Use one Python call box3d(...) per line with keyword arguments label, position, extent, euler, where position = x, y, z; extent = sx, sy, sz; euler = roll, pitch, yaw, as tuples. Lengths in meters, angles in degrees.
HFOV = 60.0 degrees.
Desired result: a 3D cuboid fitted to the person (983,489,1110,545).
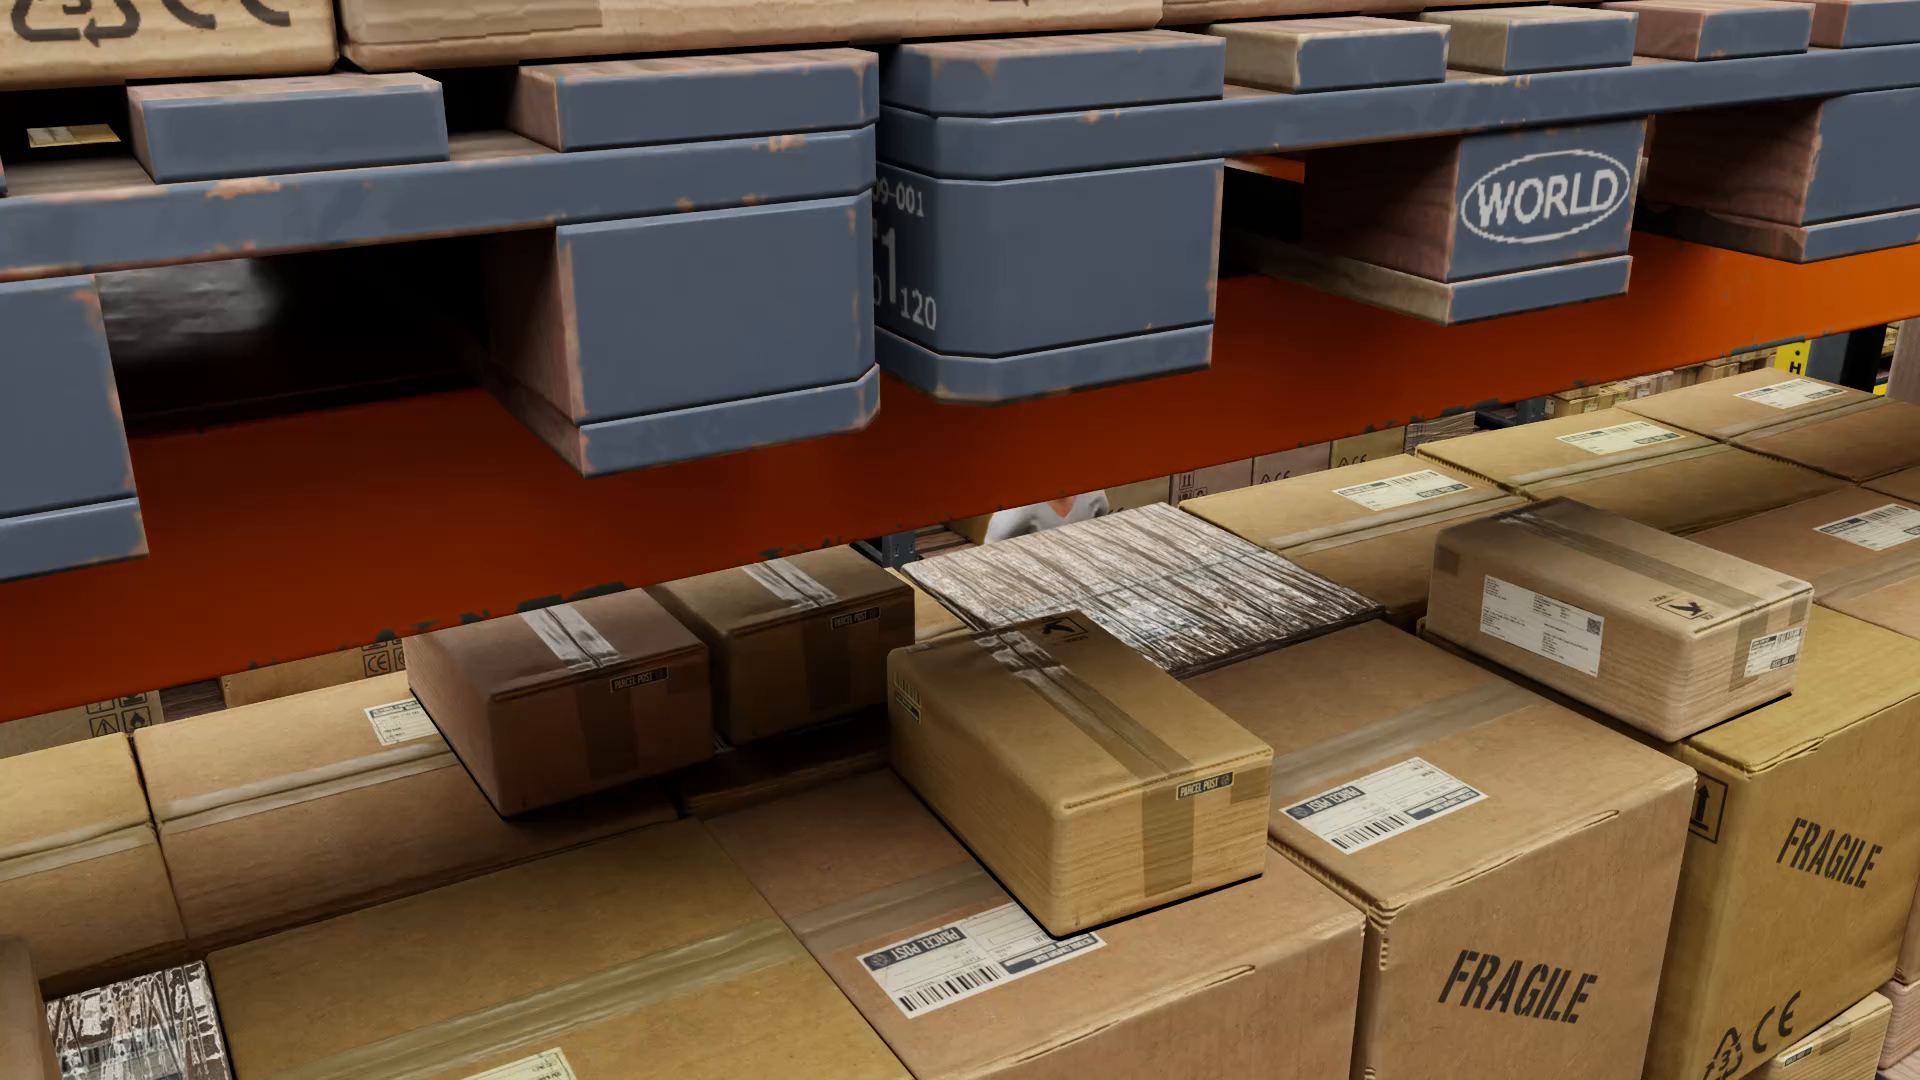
box3d(label="person", position=(0.282, 0.355, 5.204), extent=(0.507, 1.673, 0.406), euler=(-13, 25, -30))
